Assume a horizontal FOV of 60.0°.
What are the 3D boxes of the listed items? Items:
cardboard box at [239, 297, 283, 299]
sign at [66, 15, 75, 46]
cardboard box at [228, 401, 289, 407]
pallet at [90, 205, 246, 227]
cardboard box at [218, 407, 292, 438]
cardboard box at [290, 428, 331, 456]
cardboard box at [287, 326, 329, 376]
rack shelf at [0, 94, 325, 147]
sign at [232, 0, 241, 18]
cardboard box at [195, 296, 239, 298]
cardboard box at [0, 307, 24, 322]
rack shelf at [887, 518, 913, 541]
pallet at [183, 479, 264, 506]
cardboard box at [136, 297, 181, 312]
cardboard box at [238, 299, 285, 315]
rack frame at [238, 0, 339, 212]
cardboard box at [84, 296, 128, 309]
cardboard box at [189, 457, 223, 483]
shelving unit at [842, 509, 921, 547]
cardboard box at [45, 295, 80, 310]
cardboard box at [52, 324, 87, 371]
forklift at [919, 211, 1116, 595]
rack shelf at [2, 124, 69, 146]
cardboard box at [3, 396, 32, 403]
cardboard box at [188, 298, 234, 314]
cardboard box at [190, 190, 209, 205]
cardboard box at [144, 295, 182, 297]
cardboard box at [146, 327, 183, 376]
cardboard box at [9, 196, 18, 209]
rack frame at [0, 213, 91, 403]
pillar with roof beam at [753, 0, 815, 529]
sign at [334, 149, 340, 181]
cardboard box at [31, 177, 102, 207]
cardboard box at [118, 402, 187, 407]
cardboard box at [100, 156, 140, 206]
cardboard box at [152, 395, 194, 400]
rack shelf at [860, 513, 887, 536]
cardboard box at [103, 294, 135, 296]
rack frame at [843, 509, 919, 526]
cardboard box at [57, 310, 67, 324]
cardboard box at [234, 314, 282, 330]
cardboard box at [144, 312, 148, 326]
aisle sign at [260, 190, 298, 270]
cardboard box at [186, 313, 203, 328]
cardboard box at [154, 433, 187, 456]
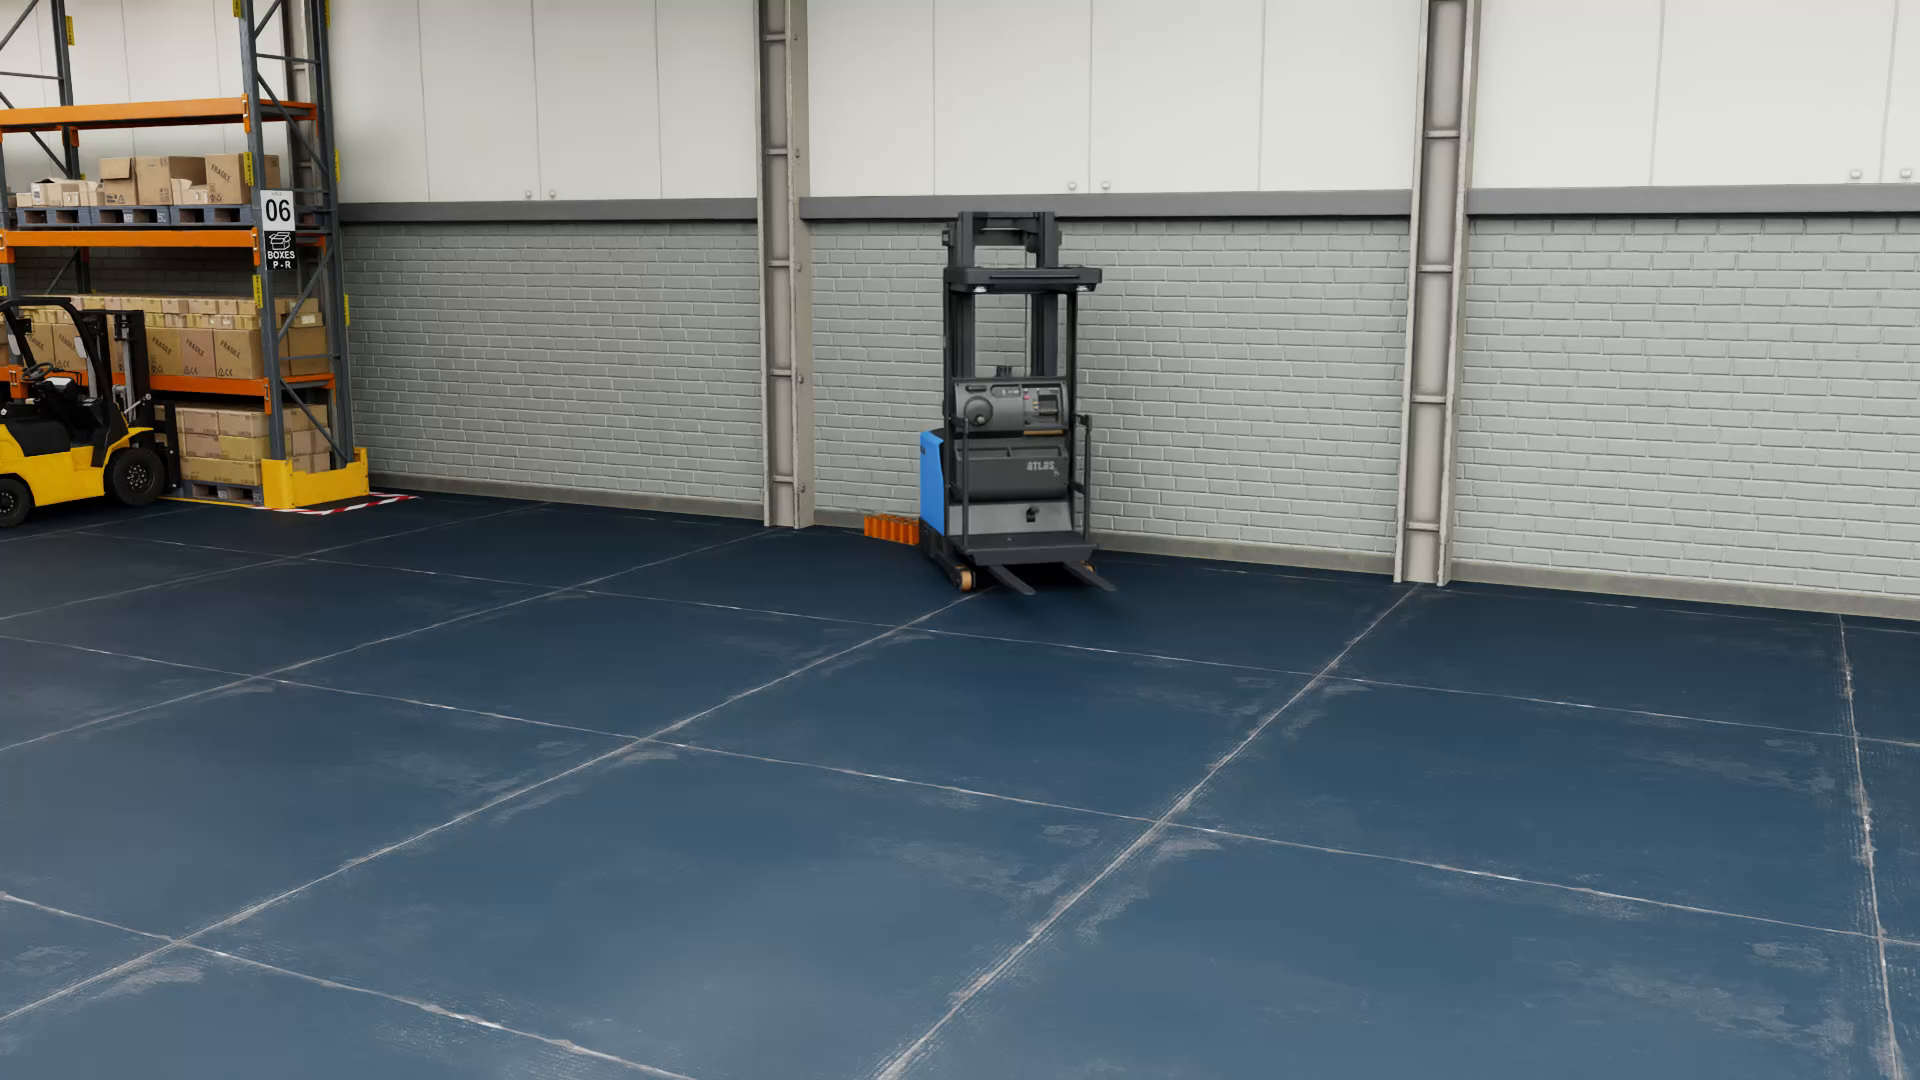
[{"bbox_3d":[-7.469,-2.516,17.790,0.250,0.149,0.380,5,12,27],"label":"cardboard box"},{"bbox_3d":[-10.119,-5.787,18.892,0.005,0.325,0.100,5,11,26],"label":"sign"},{"bbox_3d":[-7.596,-1.348,18.012,0.500,0.250,0.500,5,11,26],"label":"cardboard box"},{"bbox_3d":[-8.520,-3.484,17.904,1.213,0.211,1.003,5,11,26],"label":"pallet"},{"bbox_3d":[-7.350,-1.228,17.346,0.500,0.250,0.500,5,12,28],"label":"cardboard box"},{"bbox_3d":[-7.129,-1.066,17.854,0.500,0.250,0.500,5,12,27],"label":"cardboard box"},{"bbox_3d":[-7.120,-2.028,17.755,0.500,0.500,0.500,5,12,28],"label":"cardboard box"},{"bbox_3d":[-8.593,-4.455,17.739,4.000,0.370,1.077,5,11,26],"label":"rack shelf"},{"bbox_3d":[-7.052,-5.261,16.206,0.005,0.325,0.100,5,11,26],"label":"sign"},{"bbox_3d":[-8.123,-2.591,18.205,0.250,0.149,0.380,5,11,24],"label":"cardboard box"},{"bbox_3d":[-10.791,-2.571,18.930,0.250,0.149,0.380,5,12,28],"label":"cardboard box"},{"bbox_3d":[-0.548,-0.099,15.251,0.103,0.180,0.258,10,15,44],"label":"rack shelf"},{"bbox_3d":[-7.503,-0.577,17.847,1.213,0.211,1.003,5,11,26],"label":"pallet"},{"bbox_3d":[-8.592,-2.525,17.842,0.250,0.149,0.380,5,11,27],"label":"cardboard box"},{"bbox_3d":[-7.214,-2.405,17.179,0.250,0.149,0.380,5,11,26],"label":"cardboard box"},{"bbox_3d":[-6.799,-4.848,16.768,0.127,3.000,1.000,5,11,26],"label":"rack frame"},{"bbox_3d":[-9.294,-2.576,18.121,0.250,0.149,0.380,5,11,25],"label":"cardboard box"},{"bbox_3d":[-7.802,-0.777,17.661,0.500,0.250,0.500,5,11,26],"label":"cardboard box"},{"bbox_3d":[-0.601,-0.109,15.303,1.200,0.189,0.258,10,15,44],"label":"shelving unit"},{"bbox_3d":[-9.949,-2.650,18.532,0.250,0.149,0.380,5,11,27],"label":"cardboard box"},{"bbox_3d":[-9.629,-2.145,18.400,0.500,0.500,0.500,5,12,27],"label":"cardboard box"},{"bbox_3d":[0.463,-1.113,13.170,1.130,2.935,3.031,-2,11,-13],"label":"forklift"},{"bbox_3d":[-12.180,-4.770,19.480,4.000,0.370,1.077,5,11,26],"label":"rack shelf"},{"bbox_3d":[-11.552,-1.351,19.780,0.625,0.625,0.875,5,11,25],"label":"cardboard box"},{"bbox_3d":[-7.885,-2.467,17.524,0.250,0.149,0.380,5,11,26],"label":"cardboard box"},{"bbox_3d":[-7.677,-3.521,17.104,0.250,0.149,0.380,5,11,24],"label":"cardboard box"},{"bbox_3d":[-8.832,-2.643,18.493,0.250,0.149,0.380,5,11,25],"label":"cardboard box"},{"bbox_3d":[-8.277,-2.025,17.733,0.500,0.500,0.500,5,11,25],"label":"cardboard box"},{"bbox_3d":[-11.061,-3.918,19.296,0.250,0.149,0.380,5,11,26],"label":"cardboard box"},{"bbox_3d":[-10.386,-2.211,19.044,0.127,3.000,1.000,5,11,26],"label":"rack frame"},{"bbox_3d":[-3.549,-3.886,11.456,0.400,9.000,9.100,5,11,26],"label":"pillar with roof beam"},{"bbox_3d":[-6.548,-3.929,17.438,0.005,0.325,0.100,5,11,26],"label":"sign"},{"bbox_3d":[-9.748,-3.795,18.161,0.500,0.311,0.500,5,12,27],"label":"cardboard box"},{"bbox_3d":[-8.719,-1.347,18.002,0.500,0.250,0.500,5,11,25],"label":"cardboard box"},{"bbox_3d":[-8.686,-3.823,17.780,0.637,0.503,0.797,5,12,28],"label":"cardboard box"},{"bbox_3d":[-8.951,-1.469,18.680,0.500,0.250,0.500,5,11,26],"label":"cardboard box"},{"bbox_3d":[-0.803,-0.147,15.500,0.103,0.180,0.258,10,15,44],"label":"rack shelf"},{"bbox_3d":[-9.516,-2.704,18.829,0.250,0.149,0.380,5,11,25],"label":"cardboard box"},{"bbox_3d":[-0.601,-0.199,15.286,1.200,0.006,0.240,10,15,44],"label":"rack frame"},{"bbox_3d":[-9.738,-2.476,18.406,0.250,0.149,0.380,5,11,26],"label":"cardboard box"},{"bbox_3d":[-7.234,-2.247,17.140,0.250,0.149,0.380,5,11,27],"label":"cardboard box"},{"bbox_3d":[-8.579,-2.378,17.865,0.250,0.149,0.380,5,11,25],"label":"cardboard box"},{"bbox_3d":[-6.870,-3.123,16.783,0.004,0.787,0.394,5,11,26],"label":"aisle sign"},{"bbox_3d":[-7.899,-2.314,17.510,0.250,0.149,0.380,5,11,25],"label":"cardboard box"},{"bbox_3d":[-8.291,-1.062,17.836,0.500,0.250,0.500,5,11,25],"label":"cardboard box"}]
